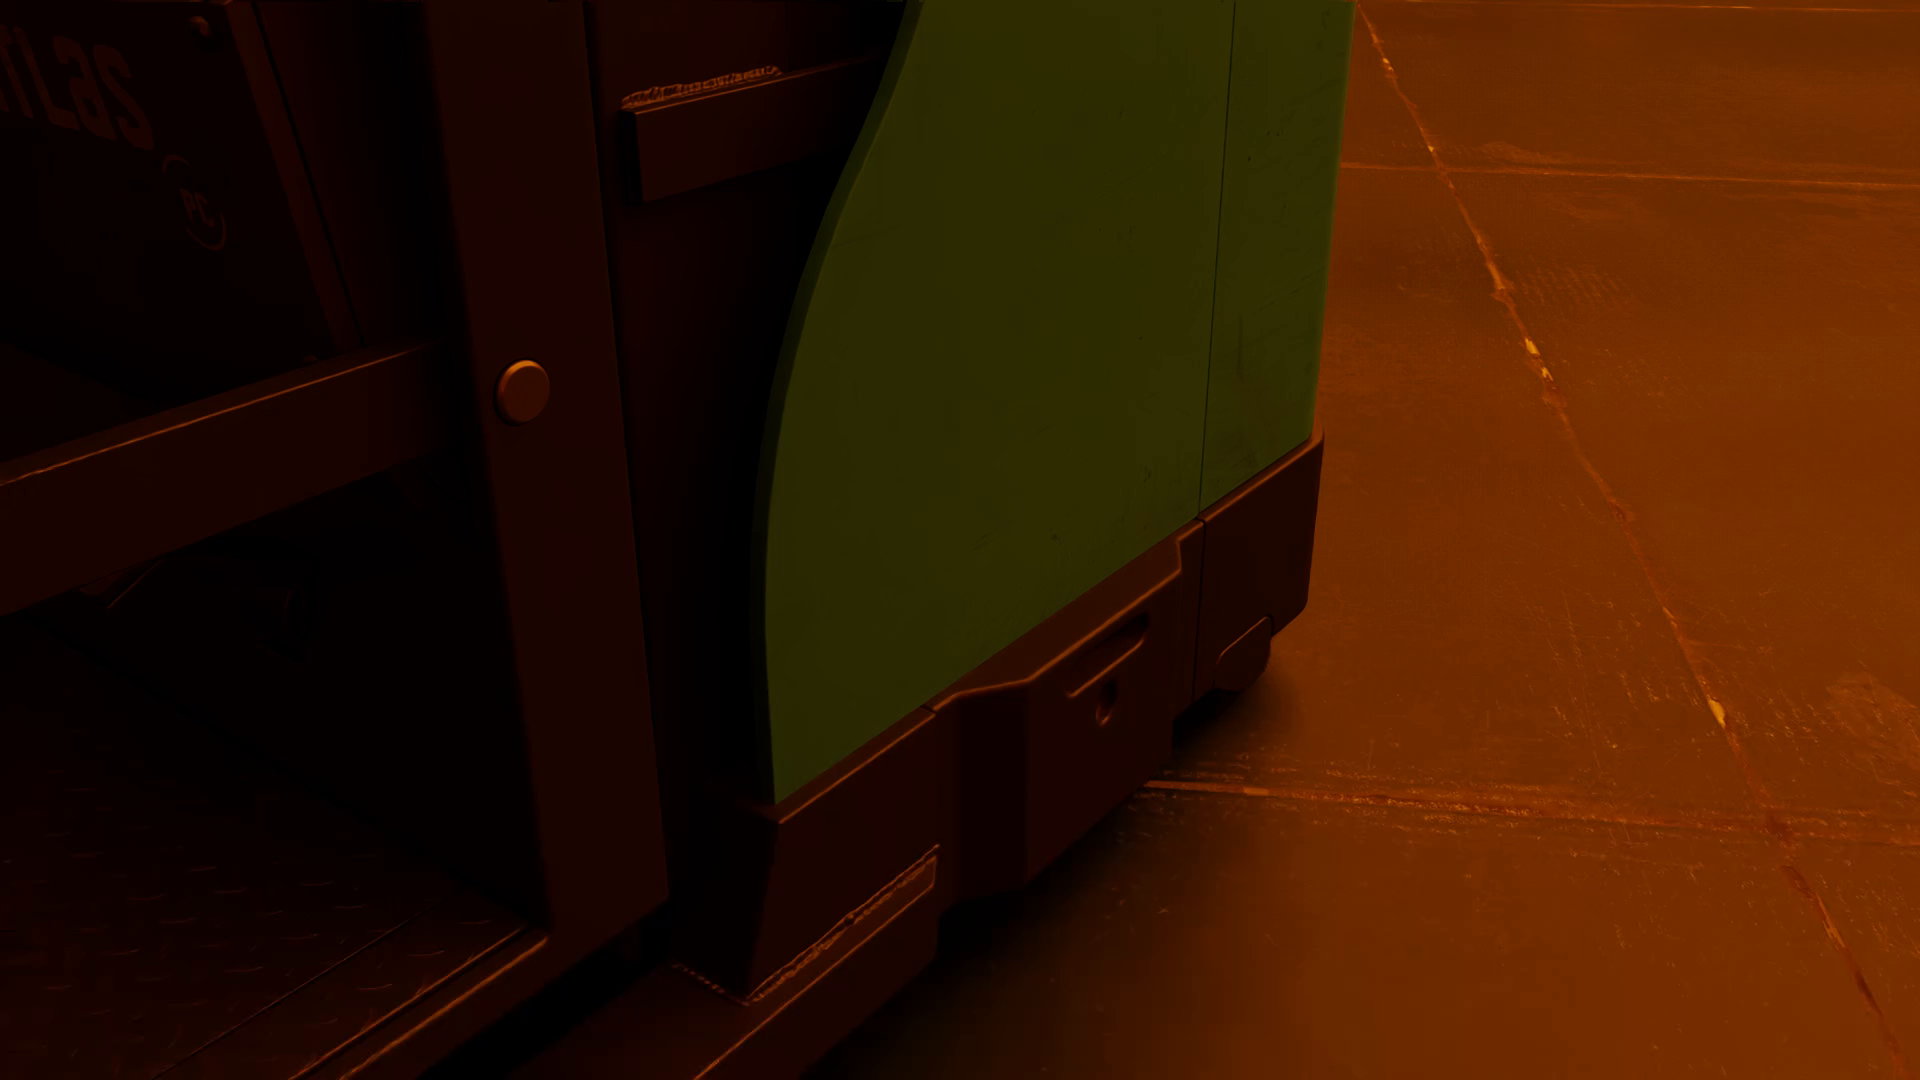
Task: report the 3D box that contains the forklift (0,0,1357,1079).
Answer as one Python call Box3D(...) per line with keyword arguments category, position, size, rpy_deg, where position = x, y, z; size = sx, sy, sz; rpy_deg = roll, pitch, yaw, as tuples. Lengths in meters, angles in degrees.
Box3D(category="forklift", position=(-0.834, -0.791, 0.802), size=(1.130, 2.935, 3.031), rpy_deg=(19, 32, 33))
